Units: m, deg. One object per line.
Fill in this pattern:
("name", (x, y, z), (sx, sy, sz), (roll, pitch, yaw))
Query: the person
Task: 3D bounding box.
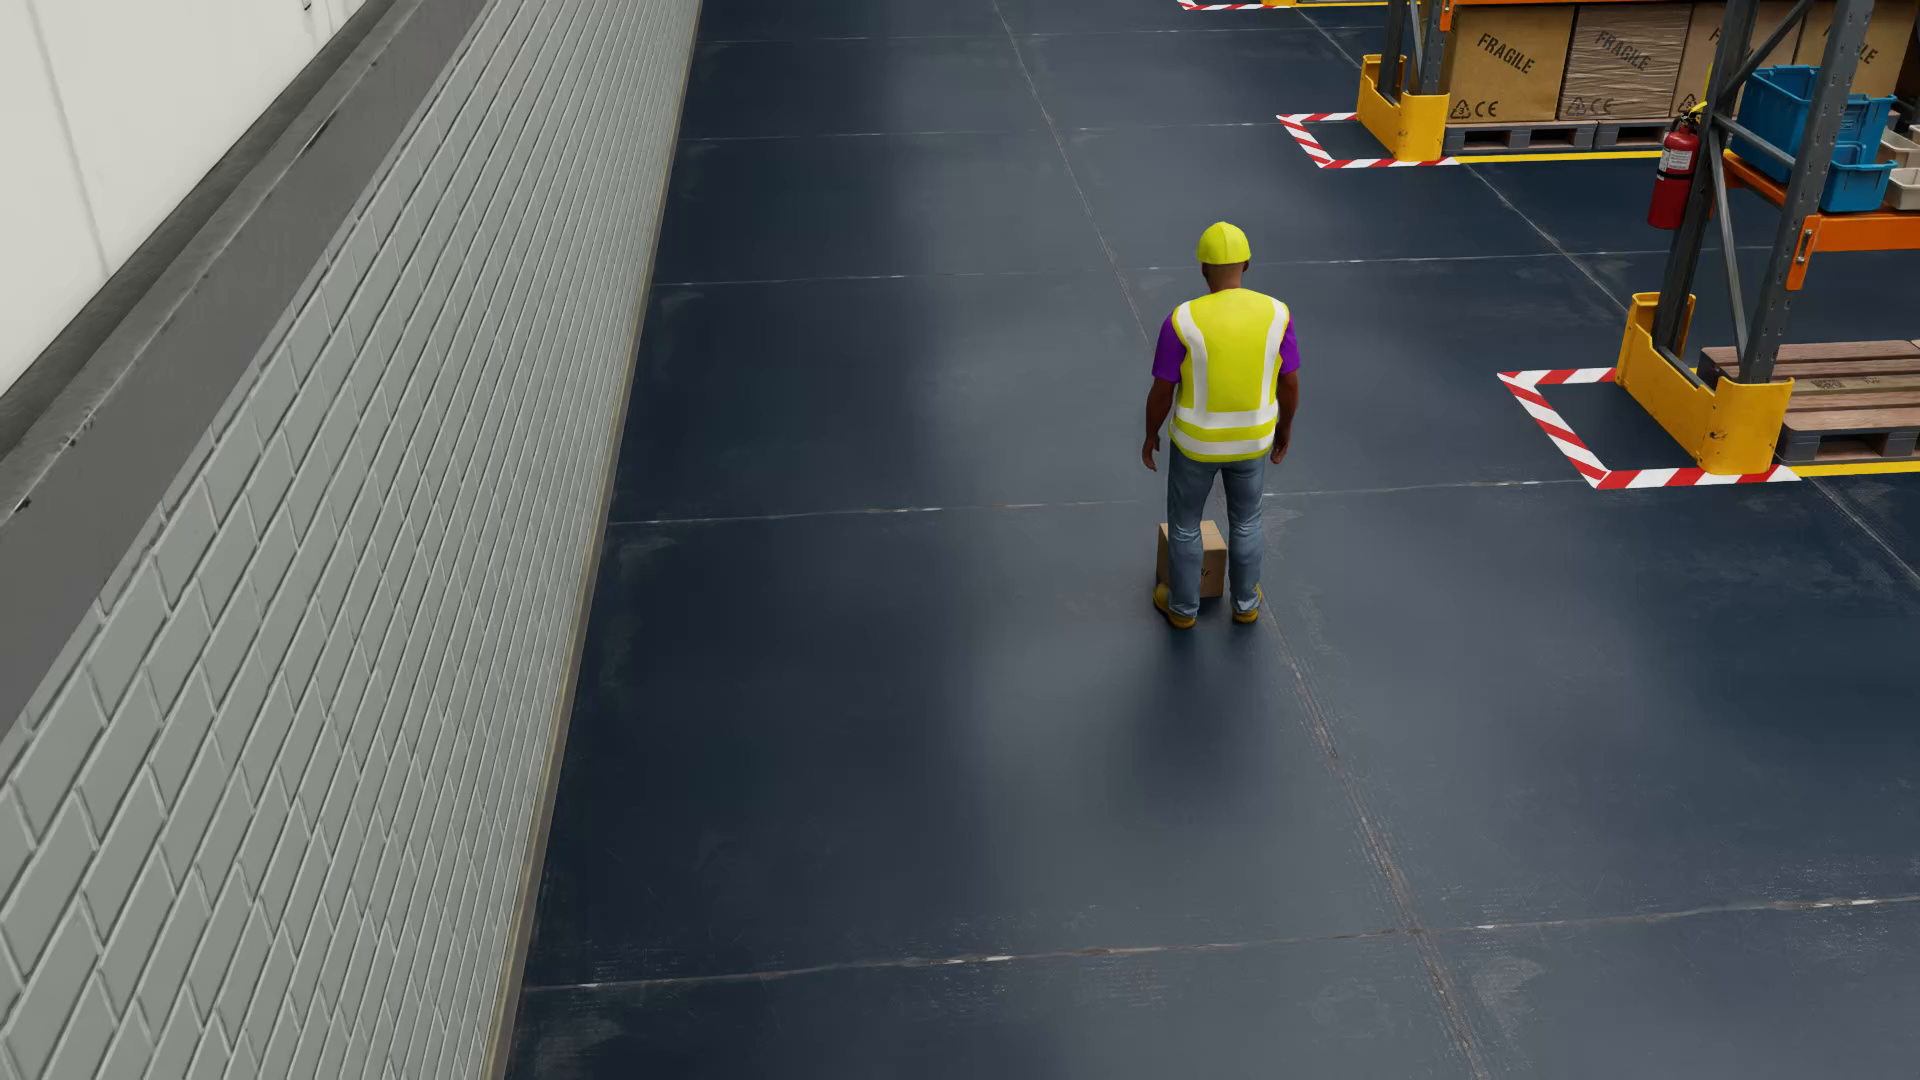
("person", (1.063, -0.445, 6.858), (0.635, 1.760, 0.460), (-3, 31, -6))
